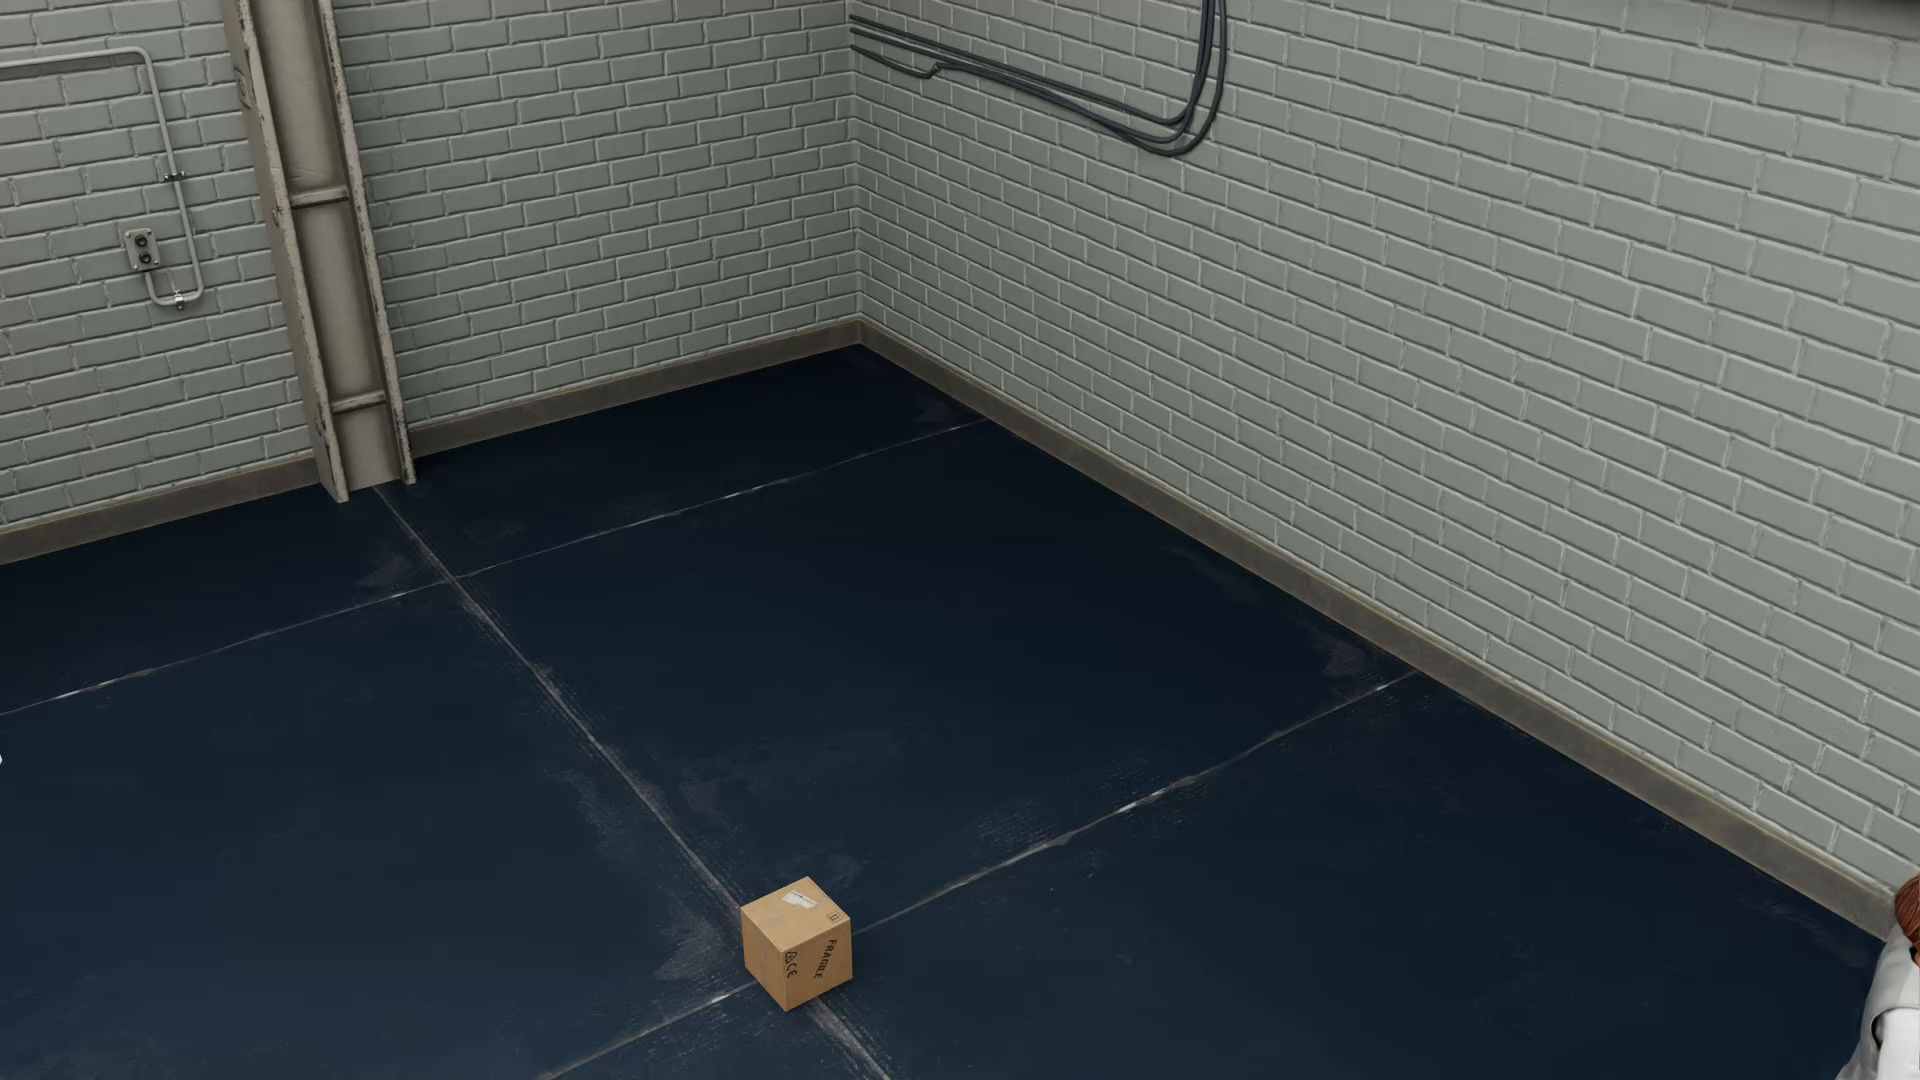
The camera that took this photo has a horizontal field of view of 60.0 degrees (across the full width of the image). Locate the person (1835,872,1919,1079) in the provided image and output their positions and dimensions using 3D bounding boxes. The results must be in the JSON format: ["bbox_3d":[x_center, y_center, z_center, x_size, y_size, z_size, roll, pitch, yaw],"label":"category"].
[{"bbox_3d":[2.030,1.326,3.612,0.490,1.516,0.458,21,35,33],"label":"person"}]
